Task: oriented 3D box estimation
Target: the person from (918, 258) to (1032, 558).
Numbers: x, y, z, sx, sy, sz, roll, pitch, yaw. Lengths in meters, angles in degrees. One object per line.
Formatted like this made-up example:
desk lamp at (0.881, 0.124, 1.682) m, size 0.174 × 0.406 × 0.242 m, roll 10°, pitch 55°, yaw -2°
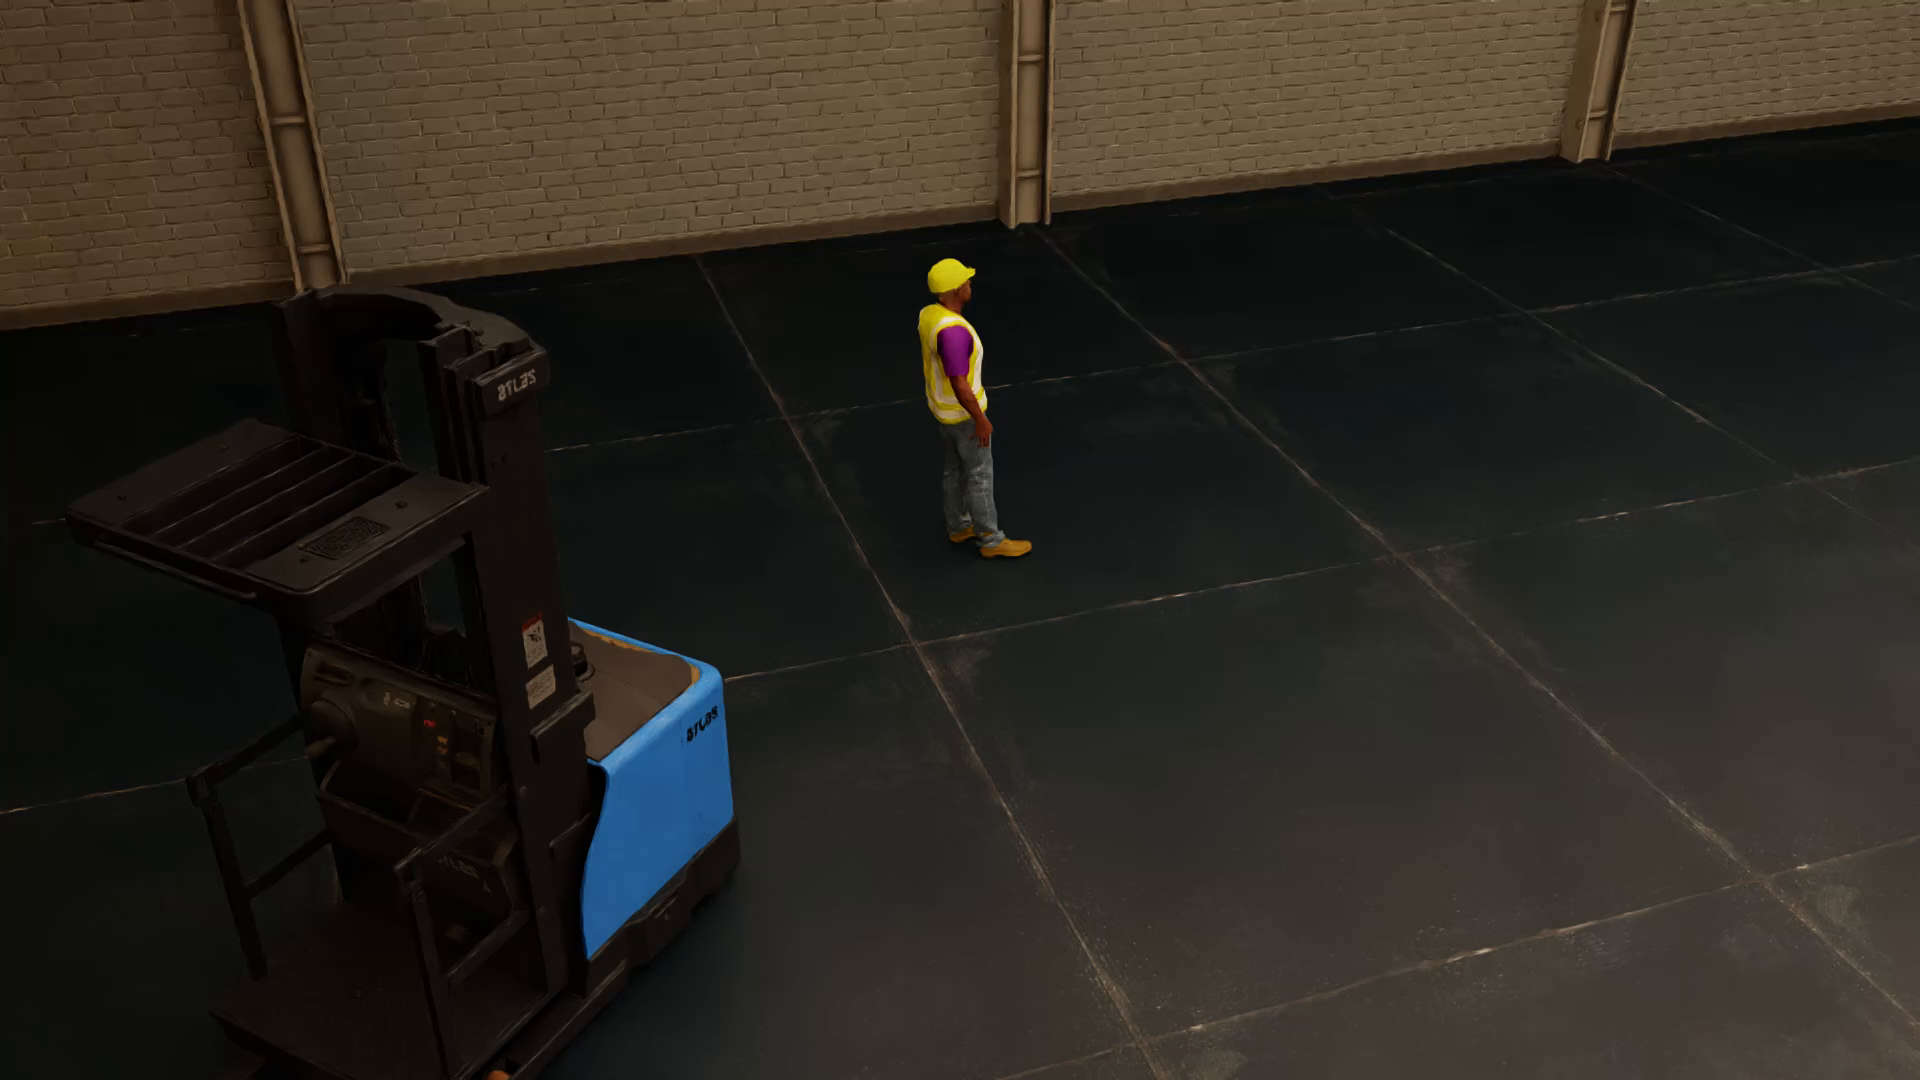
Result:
person at (0.068, -0.780, 9.597) m, size 0.576 × 1.766 × 0.665 m, roll -10°, pitch 31°, yaw -16°

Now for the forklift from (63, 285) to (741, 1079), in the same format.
forklift at (-2.130, 0.721, 5.834) m, size 1.130 × 2.935 × 3.031 m, roll 15°, pitch 33°, yaw 25°
